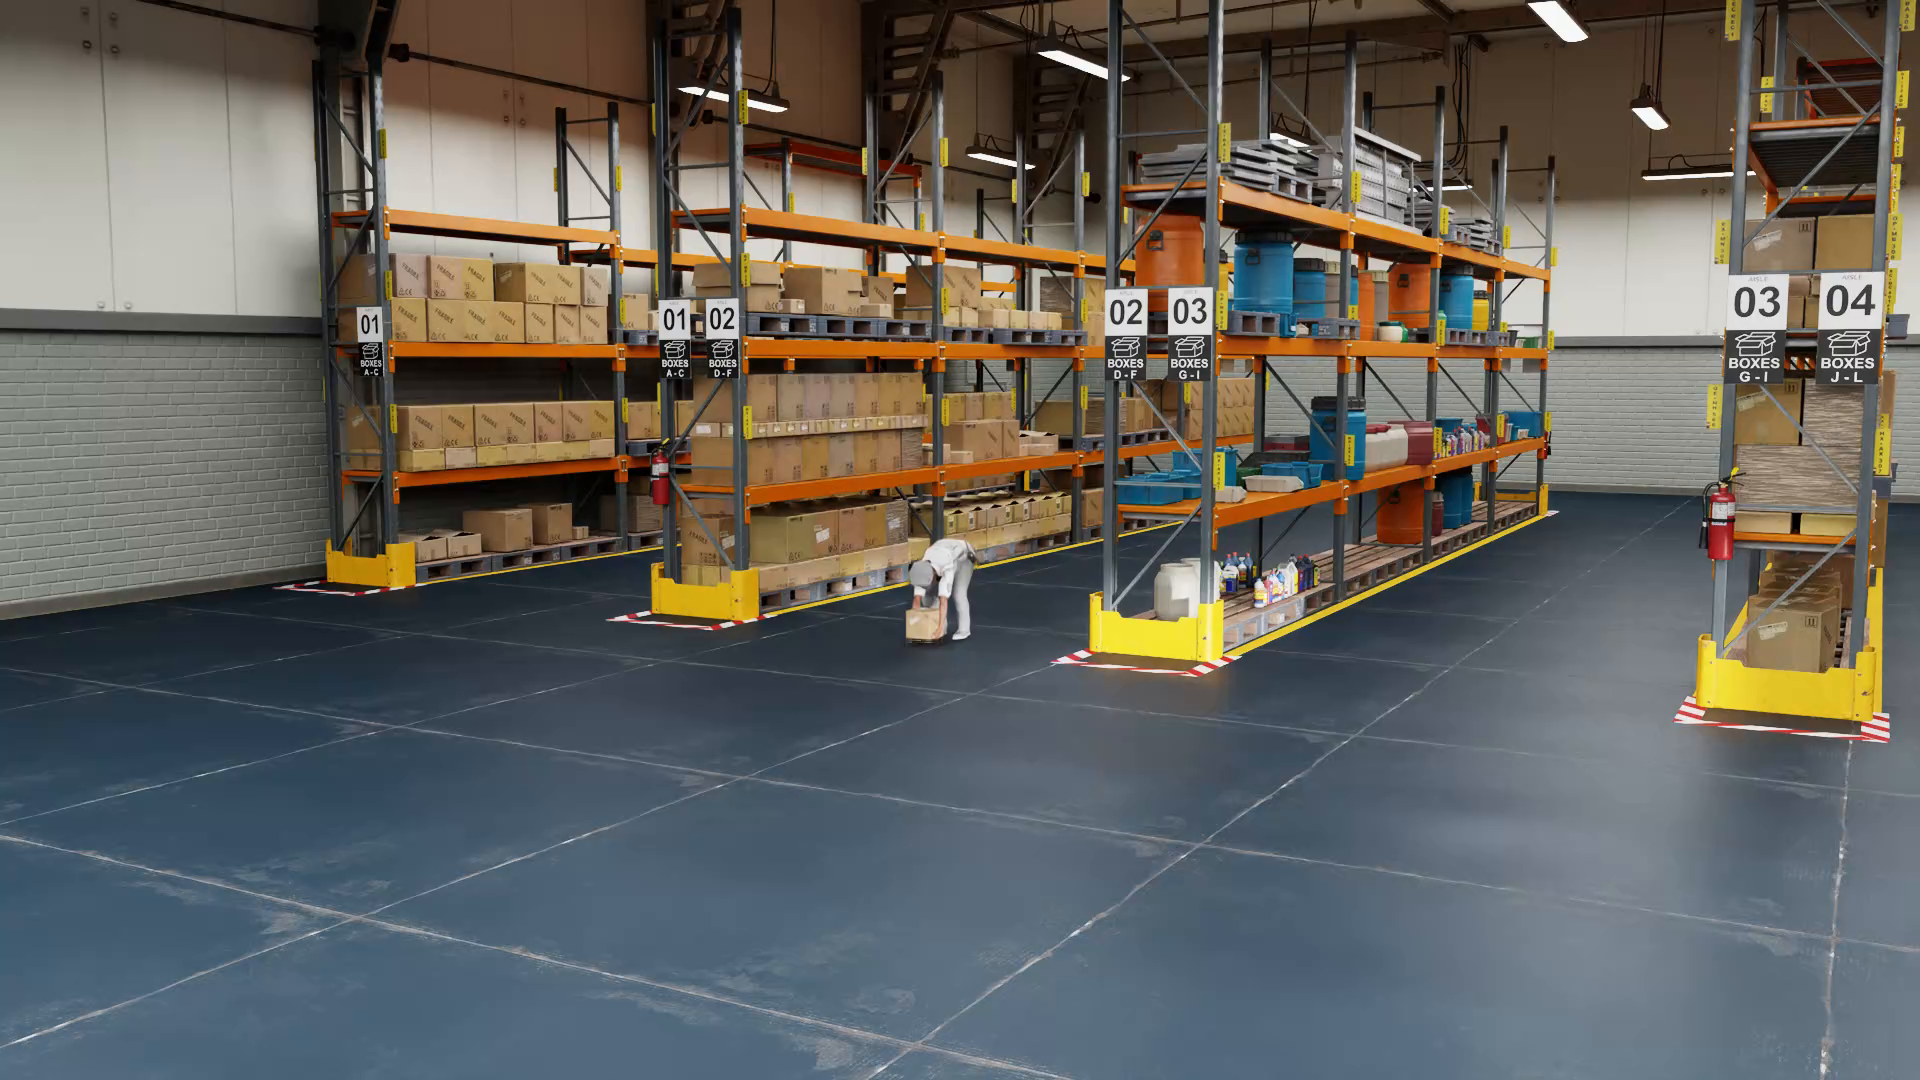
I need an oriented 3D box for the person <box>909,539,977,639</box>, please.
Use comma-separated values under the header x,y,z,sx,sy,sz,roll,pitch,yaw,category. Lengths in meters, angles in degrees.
x,y,z,sx,sy,sz,roll,pitch,yaw,category
-0.170,0.473,15.432,0.456,0.922,0.907,3,7,26,person
